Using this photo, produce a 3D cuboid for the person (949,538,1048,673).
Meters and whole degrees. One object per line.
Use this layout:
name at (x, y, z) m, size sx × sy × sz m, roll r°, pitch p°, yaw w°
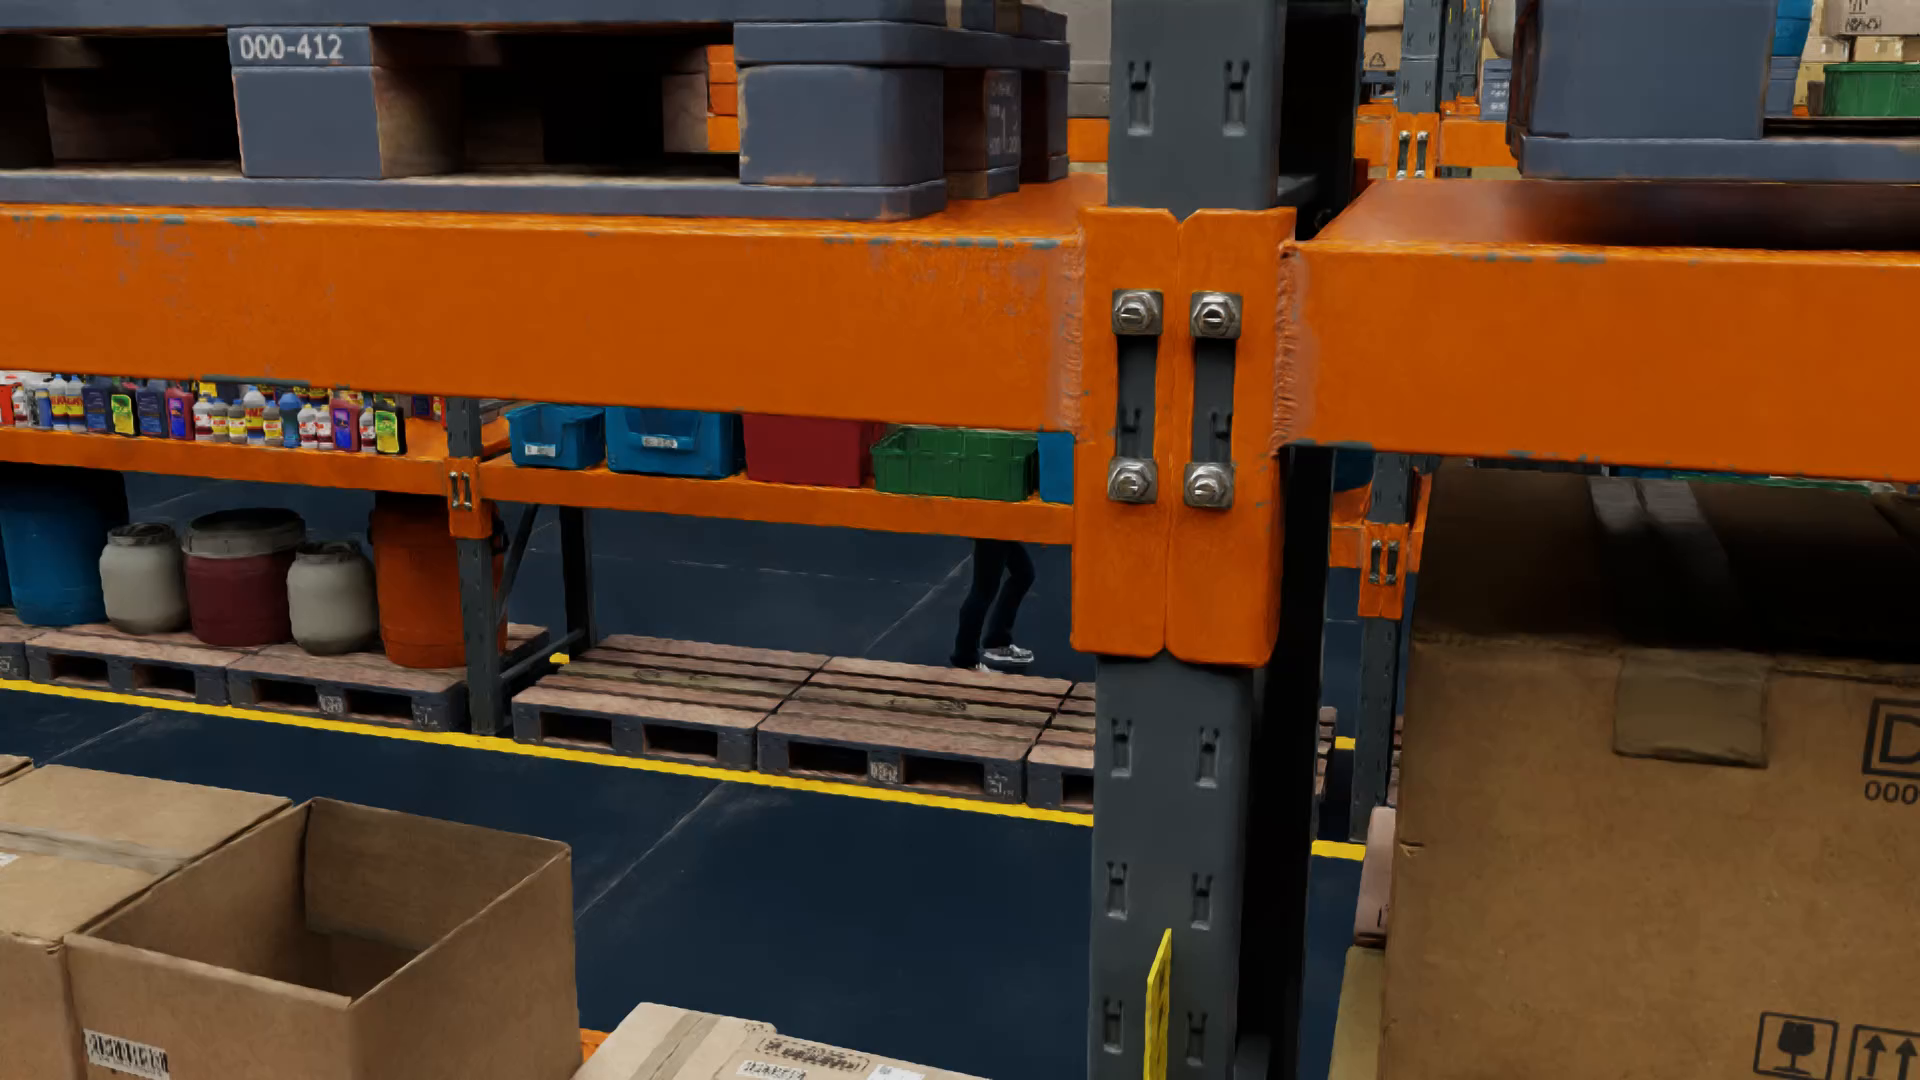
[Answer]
person at (0.184, -0.083, 8.352) m, size 0.493 × 1.575 × 0.553 m, roll -2°, pitch 15°, yaw -6°
